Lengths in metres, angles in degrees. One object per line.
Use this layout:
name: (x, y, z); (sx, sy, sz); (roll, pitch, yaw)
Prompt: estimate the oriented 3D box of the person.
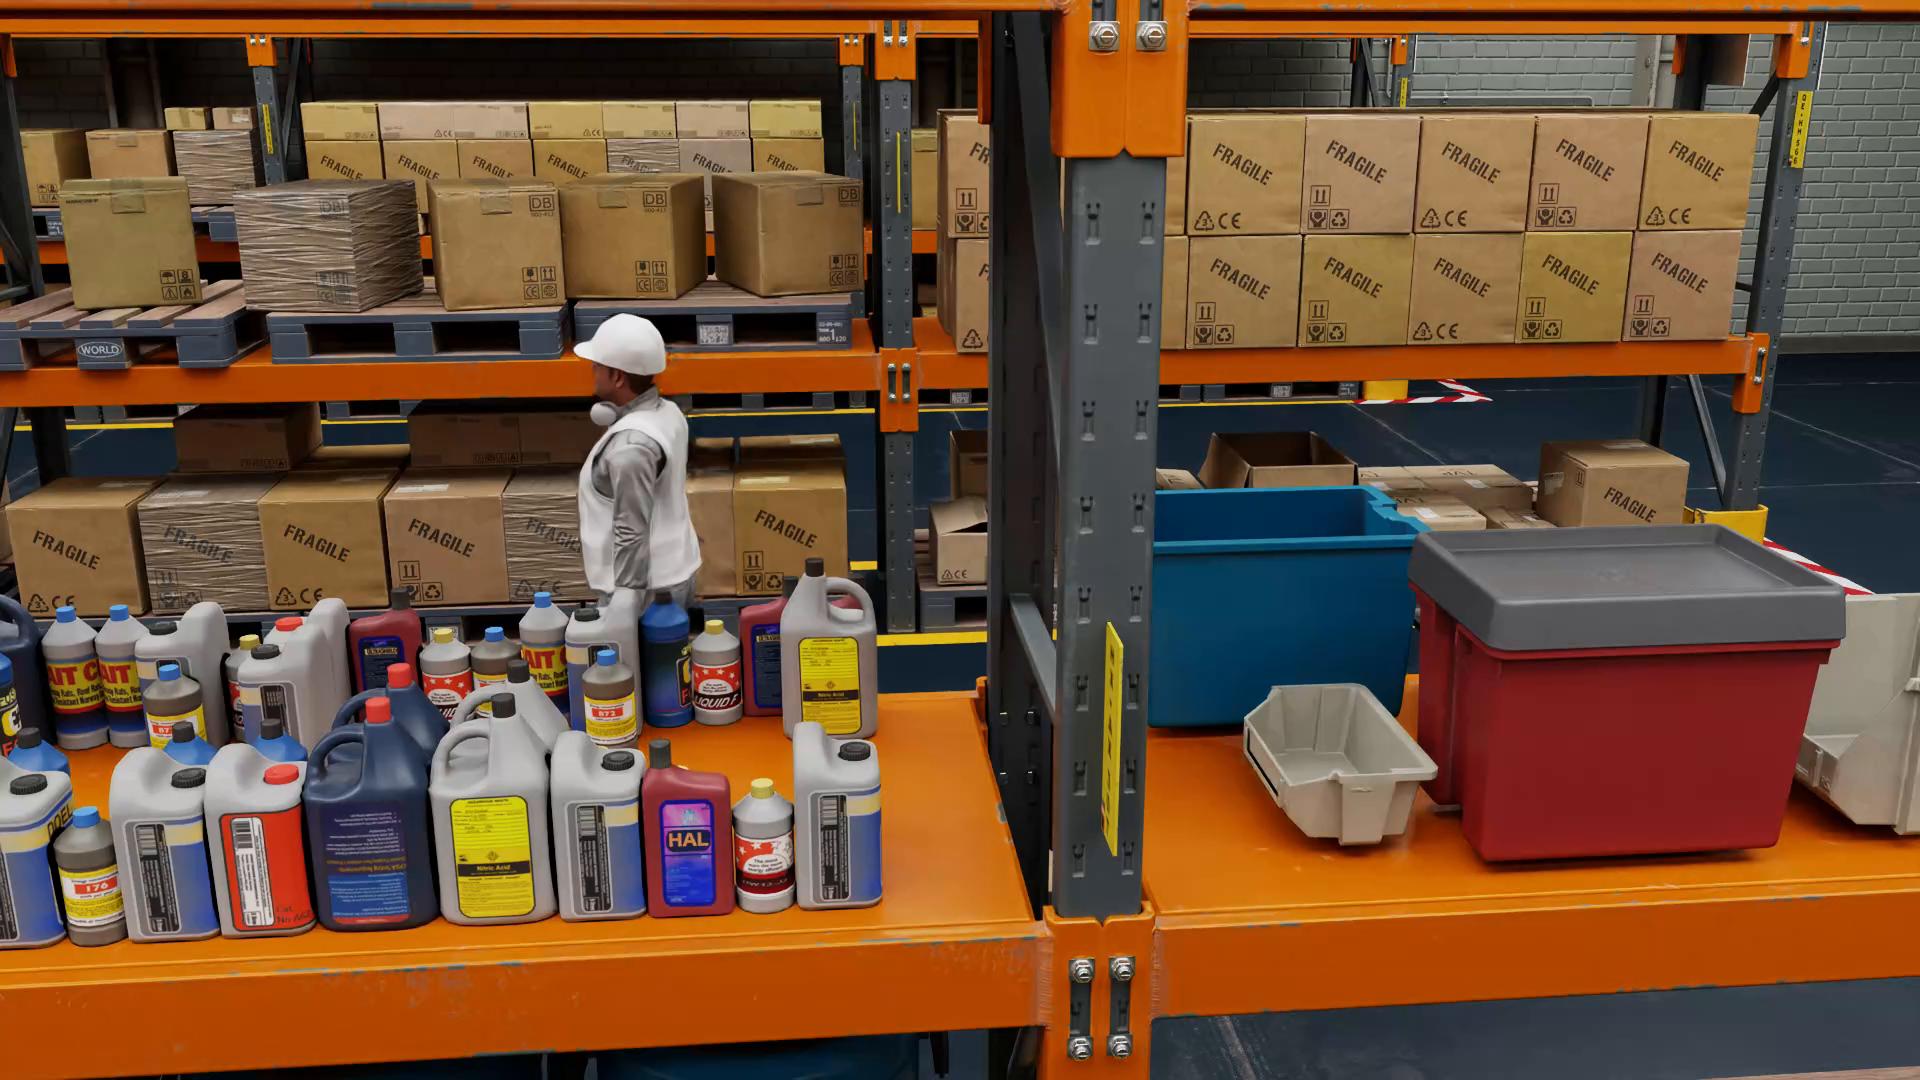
person: (-0.959, 0.211, 5.526); (0.545, 1.475, 0.448); (1, 17, 4)
